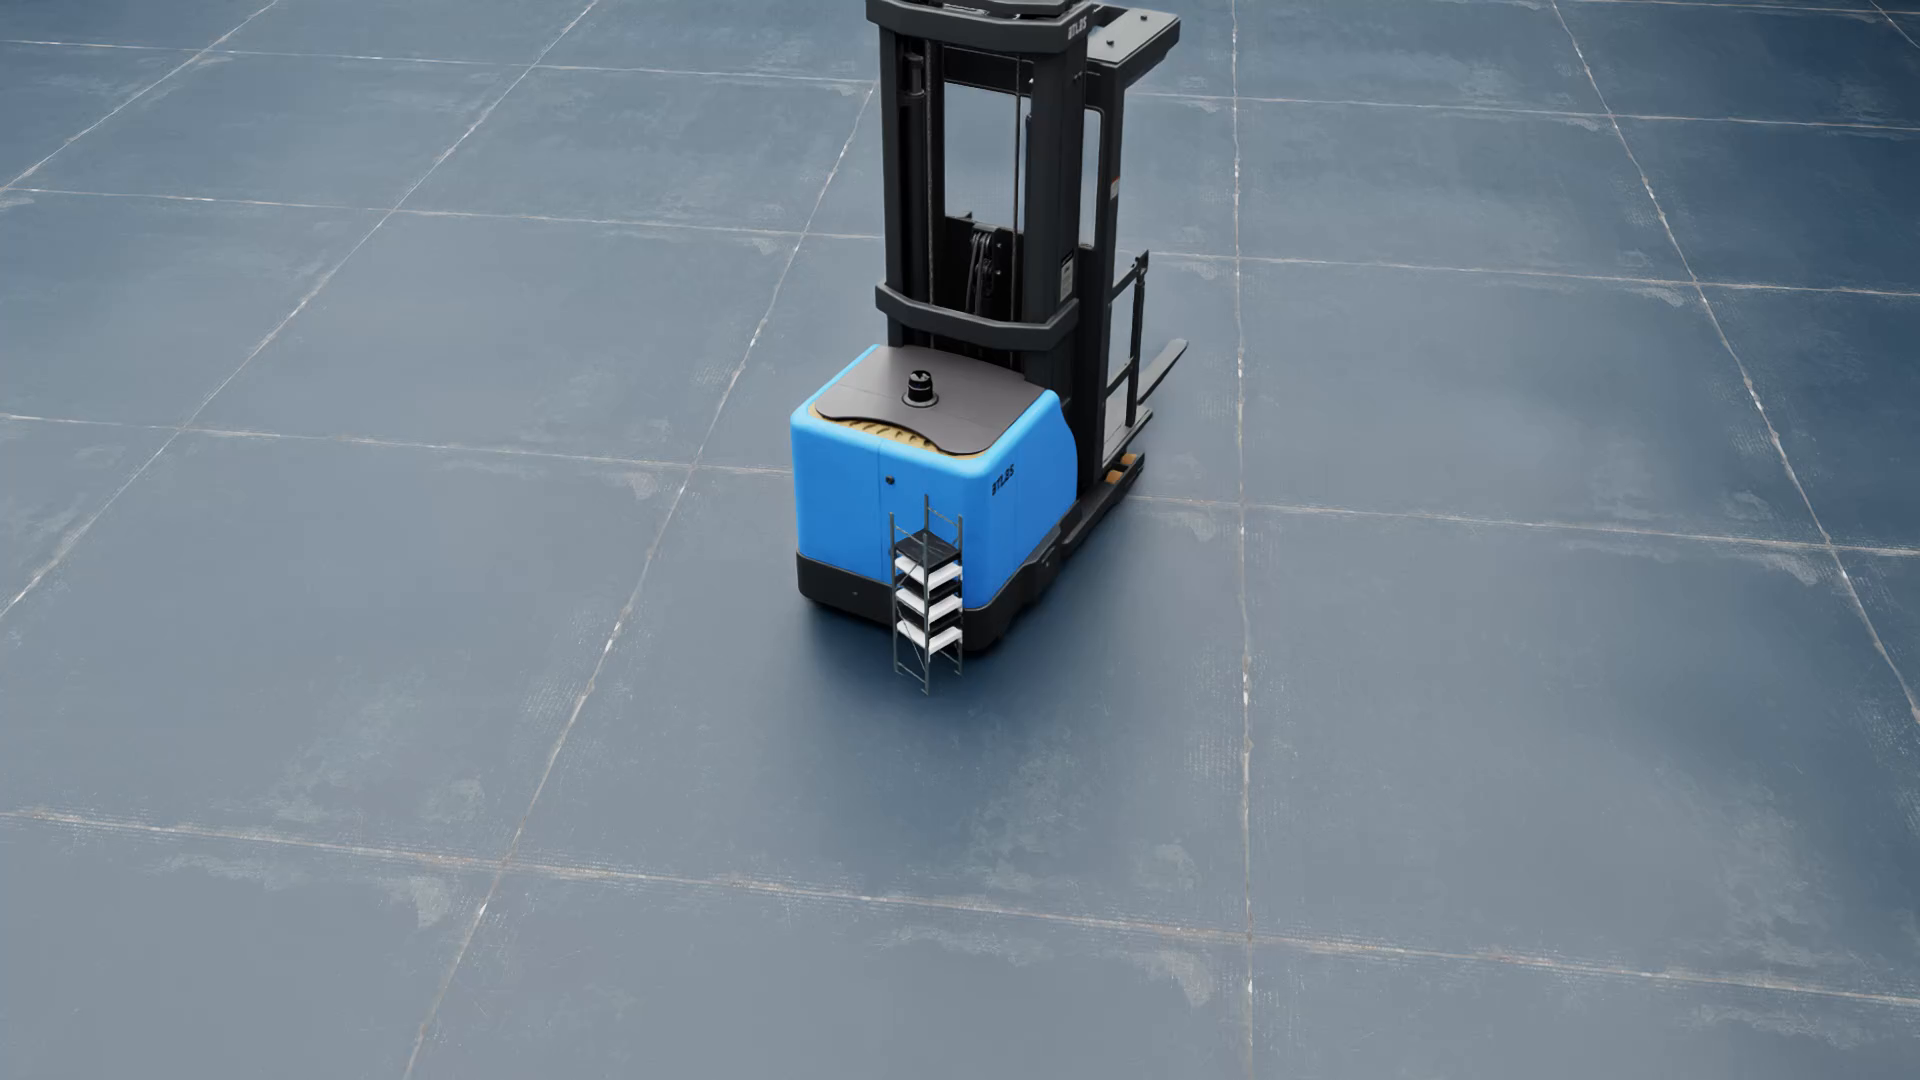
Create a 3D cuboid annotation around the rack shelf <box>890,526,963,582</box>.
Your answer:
[{"bbox_3d":[-0.148,0.062,7.338,0.200,0.077,0.258,-28,44,-34],"label":"rack shelf"}]

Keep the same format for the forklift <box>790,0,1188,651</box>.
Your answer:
[{"bbox_3d":[0.346,-1.513,8.204,1.130,2.935,3.031,17,39,23],"label":"forklift"}]

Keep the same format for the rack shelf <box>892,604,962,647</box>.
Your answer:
[{"bbox_3d":[-0.148,0.355,7.548,0.200,0.077,0.258,-28,44,-34],"label":"rack shelf"}]

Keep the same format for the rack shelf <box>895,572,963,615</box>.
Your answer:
[{"bbox_3d":[-0.148,0.208,7.443,0.200,0.077,0.258,-28,44,-34],"label":"rack shelf"}]

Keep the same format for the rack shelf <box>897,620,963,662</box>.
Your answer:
[{"bbox_3d":[-0.148,0.428,7.600,0.200,0.077,0.258,-28,44,-34],"label":"rack shelf"}]

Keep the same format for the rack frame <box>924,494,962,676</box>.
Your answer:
[{"bbox_3d":[-0.074,0.214,7.532,0.006,0.900,0.240,-28,44,-34],"label":"rack frame"}]

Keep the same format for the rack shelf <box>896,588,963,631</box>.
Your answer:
[{"bbox_3d":[-0.148,0.282,7.495,0.200,0.077,0.258,-28,44,-34],"label":"rack shelf"}]

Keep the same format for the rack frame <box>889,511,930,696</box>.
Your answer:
[{"bbox_3d":[-0.223,0.295,7.420,0.006,0.900,0.240,-28,44,-34],"label":"rack frame"}]

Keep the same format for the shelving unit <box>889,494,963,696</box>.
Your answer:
[{"bbox_3d":[-0.148,0.254,7.476,0.210,0.900,0.258,-28,44,-34],"label":"shelving unit"}]

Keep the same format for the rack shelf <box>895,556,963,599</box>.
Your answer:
[{"bbox_3d":[-0.148,0.135,7.391,0.200,0.077,0.258,-28,44,-34],"label":"rack shelf"}]
